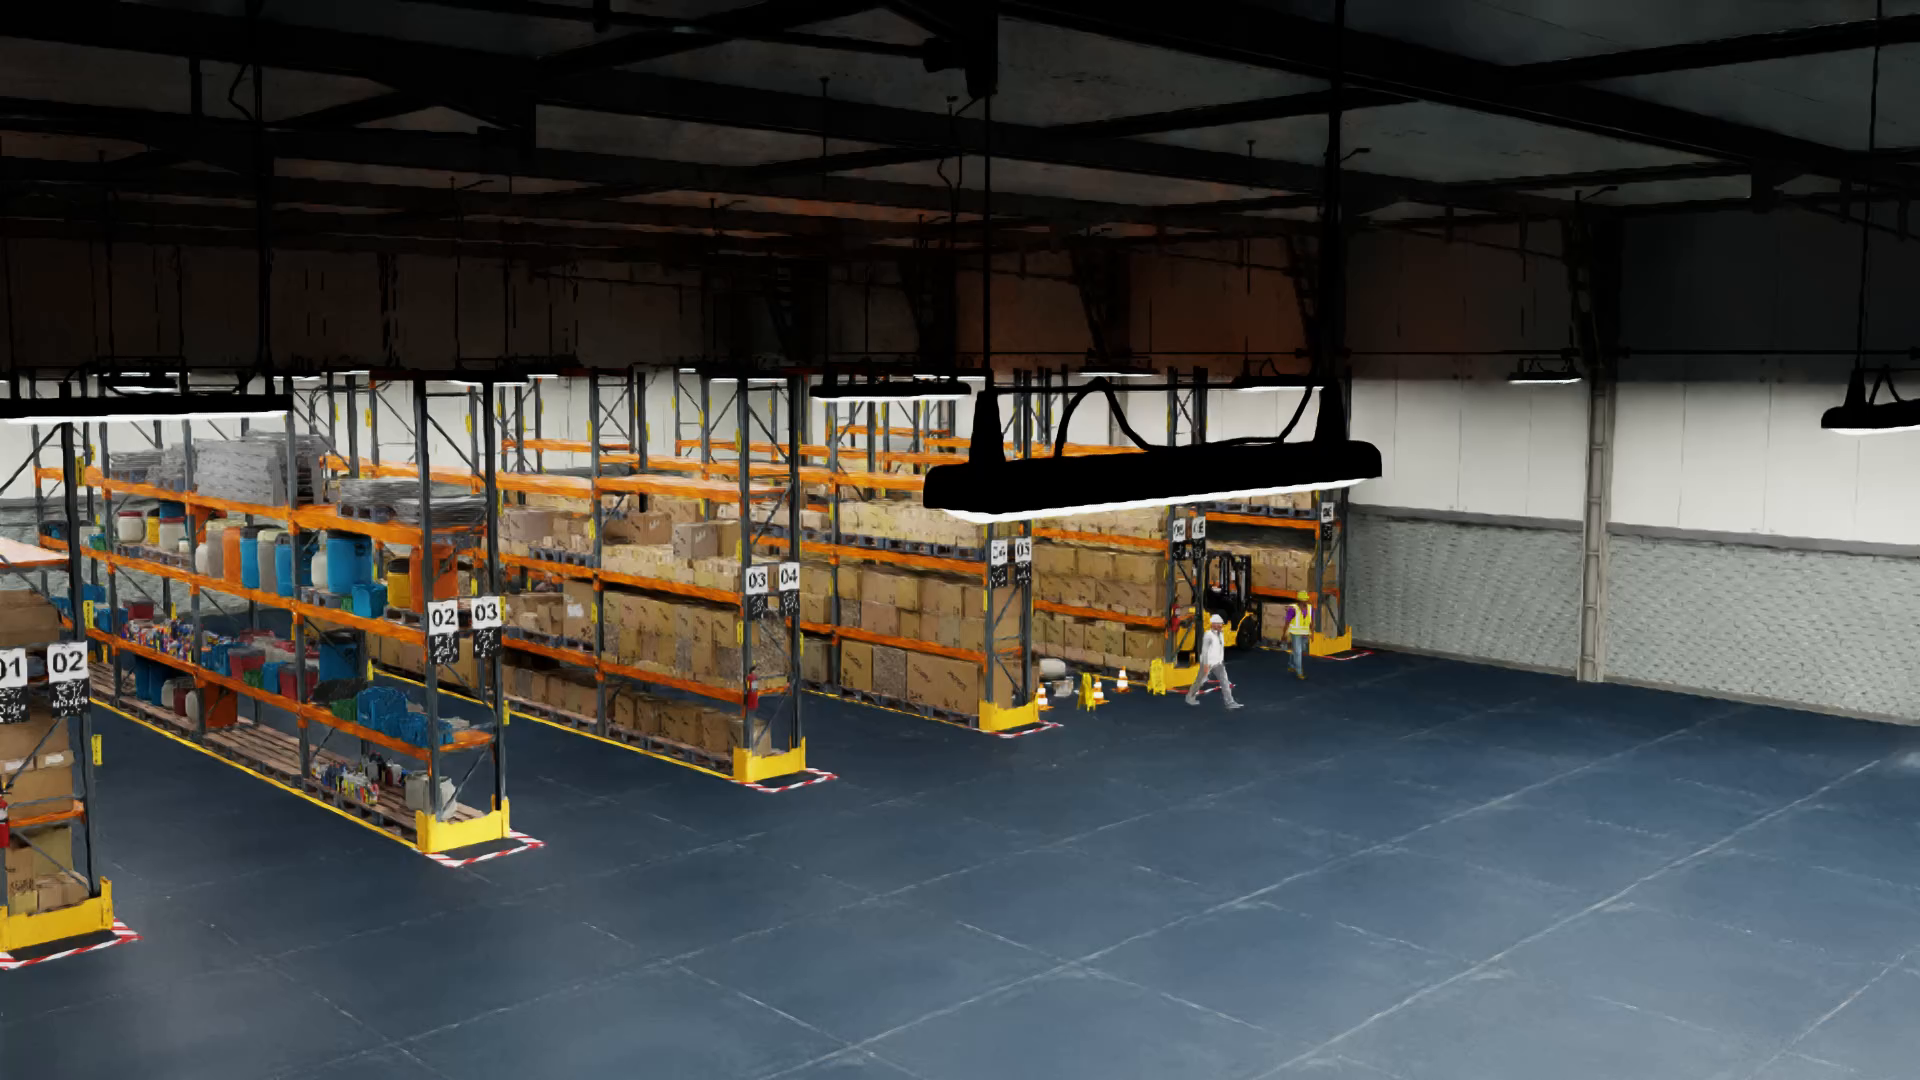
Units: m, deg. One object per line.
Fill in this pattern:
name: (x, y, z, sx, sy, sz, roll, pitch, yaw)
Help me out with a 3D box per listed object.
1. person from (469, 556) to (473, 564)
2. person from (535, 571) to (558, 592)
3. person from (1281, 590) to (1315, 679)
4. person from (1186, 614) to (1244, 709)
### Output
person: (-11.098, 1.139, 38.072, 0.645, 1.772, 0.464, 2, 7, 18)
person: (-8.738, 1.489, 35.287, 0.598, 1.698, 1.171, -6, 9, -41)
person: (6.638, 1.828, 32.467, 0.616, 1.722, 0.972, -3, 7, -22)
person: (4.493, 2.144, 29.532, 0.543, 1.693, 1.115, -6, 9, -42)
